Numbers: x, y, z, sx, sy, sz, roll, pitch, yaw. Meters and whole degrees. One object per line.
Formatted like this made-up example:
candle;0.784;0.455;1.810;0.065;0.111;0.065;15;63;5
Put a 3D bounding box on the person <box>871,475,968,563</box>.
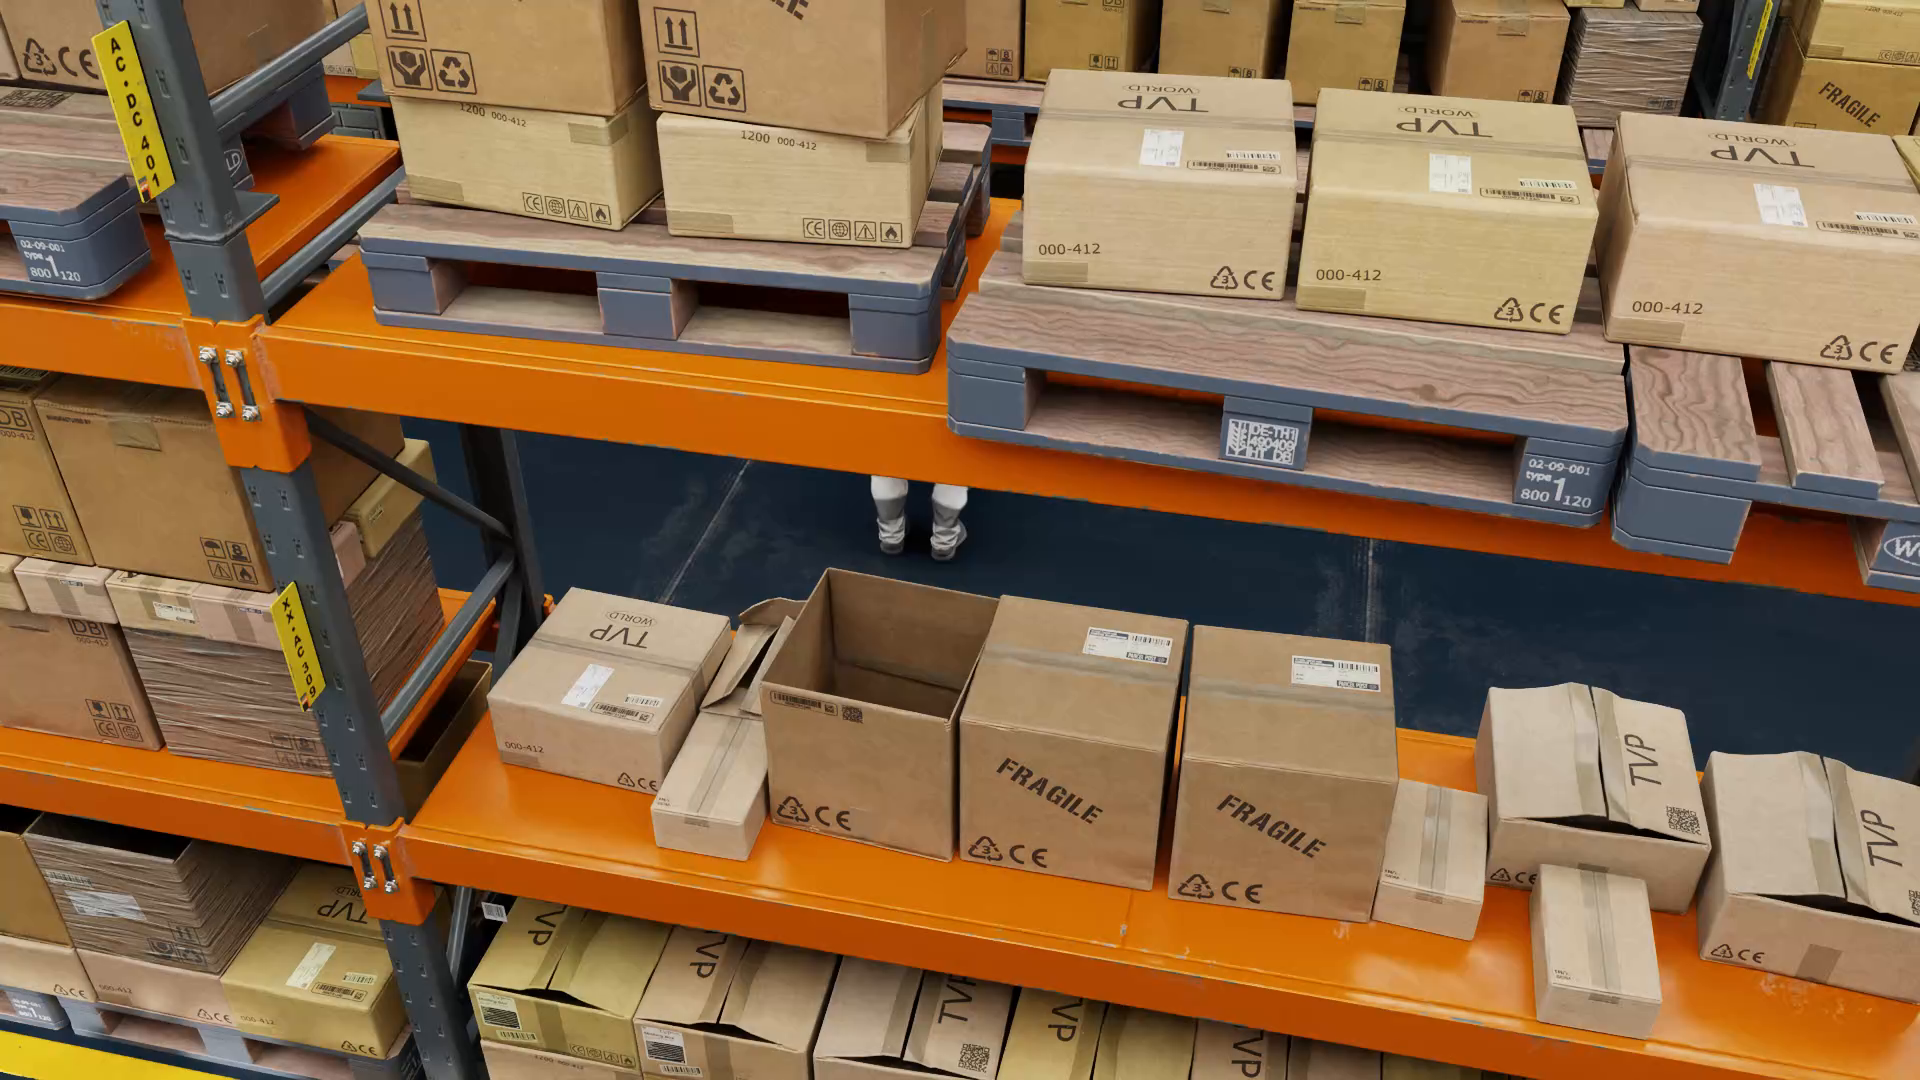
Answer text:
person;-0.142;-0.613;7.410;0.507;1.258;0.927;6;37;8
